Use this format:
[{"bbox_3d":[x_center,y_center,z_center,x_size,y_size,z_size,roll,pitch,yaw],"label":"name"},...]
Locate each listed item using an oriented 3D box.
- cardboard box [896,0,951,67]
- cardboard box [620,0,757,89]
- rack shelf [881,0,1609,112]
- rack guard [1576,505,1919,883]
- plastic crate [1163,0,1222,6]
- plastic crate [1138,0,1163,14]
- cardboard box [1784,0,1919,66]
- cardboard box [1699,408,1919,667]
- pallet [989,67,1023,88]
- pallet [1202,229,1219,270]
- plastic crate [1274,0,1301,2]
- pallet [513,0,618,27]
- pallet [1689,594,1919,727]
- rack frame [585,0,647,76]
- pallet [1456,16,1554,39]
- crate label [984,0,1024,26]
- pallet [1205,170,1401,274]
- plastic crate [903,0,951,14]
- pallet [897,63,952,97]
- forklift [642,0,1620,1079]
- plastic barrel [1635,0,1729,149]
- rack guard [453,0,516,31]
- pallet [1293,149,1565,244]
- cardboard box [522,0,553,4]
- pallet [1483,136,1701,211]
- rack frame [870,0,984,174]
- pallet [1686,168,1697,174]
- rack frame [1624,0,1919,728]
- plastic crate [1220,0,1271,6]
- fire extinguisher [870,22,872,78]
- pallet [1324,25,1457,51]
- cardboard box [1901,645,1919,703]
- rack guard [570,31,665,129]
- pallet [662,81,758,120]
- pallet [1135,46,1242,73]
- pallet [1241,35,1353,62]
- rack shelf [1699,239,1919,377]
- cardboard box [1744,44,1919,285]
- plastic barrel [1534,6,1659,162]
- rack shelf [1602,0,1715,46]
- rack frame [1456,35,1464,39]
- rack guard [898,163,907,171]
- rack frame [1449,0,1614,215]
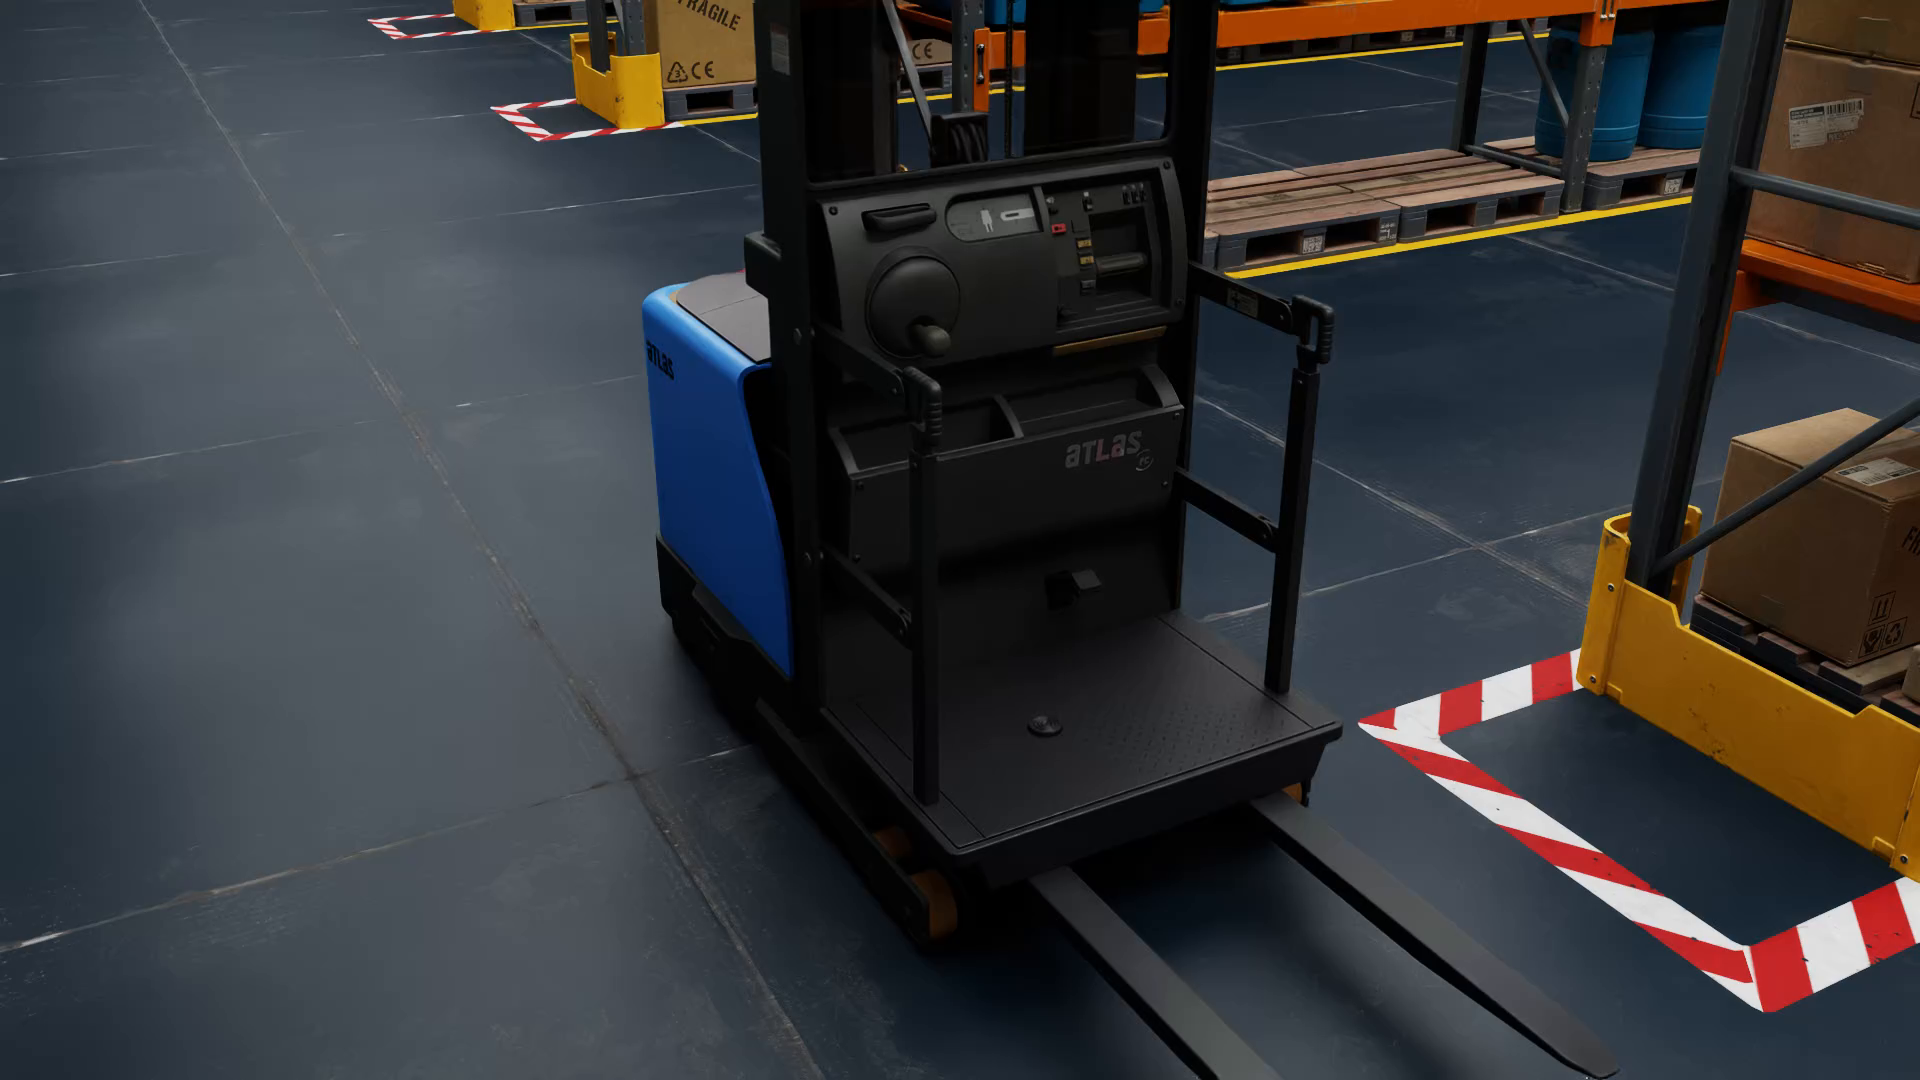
[{"bbox_3d":[-0.394,-4.289,13.186,0.875,0.875,0.875,-13,29,-25],"label":"cardboard box"},{"bbox_3d":[-1.982,-3.922,12.423,0.875,0.875,0.875,-13,29,-25],"label":"cardboard box"},{"bbox_3d":[1.586,-2.721,8.783,4.000,0.370,1.077,-13,29,-25],"label":"rack shelf"},{"bbox_3d":[2.216,0.366,4.411,0.348,0.500,1.175,-13,29,-25],"label":"rack guard"},{"bbox_3d":[1.115,-2.643,8.024,0.298,0.136,0.250,-13,29,-25],"label":"plastic crate"},{"bbox_3d":[0.775,-2.648,7.924,0.300,0.233,0.416,-13,29,-25],"label":"plastic crate"},{"bbox_3d":[2.413,-1.437,4.007,0.500,0.500,0.500,-13,29,-26],"label":"cardboard box"},{"bbox_3d":[2.513,-0.022,4.710,0.500,0.500,0.500,-13,29,-25],"label":"cardboard box"},{"bbox_3d":[0.313,-3.962,13.759,1.213,0.211,1.003,-13,29,-25],"label":"pallet"},{"bbox_3d":[0.568,-1.534,8.702,1.213,0.211,1.003,-13,29,-25],"label":"pallet"},{"bbox_3d":[1.621,-2.844,8.331,0.300,0.233,0.416,-13,29,-25],"label":"plastic crate"},{"bbox_3d":[-3.953,-5.355,16.659,1.213,0.211,1.003,-13,29,-25],"label":"pallet"},{"bbox_3d":[2.919,0.333,4.812,1.213,0.211,1.003,-13,29,-25],"label":"pallet"},{"bbox_3d":[-2.509,-4.530,11.719,0.127,3.000,1.000,-13,29,-25],"label":"rack frame"},{"bbox_3d":[5.240,-5.061,16.046,1.213,0.211,1.003,-13,29,-25],"label":"pallet"},{"bbox_3d":[0.194,-2.514,7.645,0.303,0.233,0.416,-13,29,-25],"label":"crate label"},{"bbox_3d":[1.643,-1.781,9.215,1.213,0.211,1.003,-13,29,-25],"label":"pallet"},{"bbox_3d":[0.029,-2.821,8.049,0.499,0.435,0.616,-13,29,-25],"label":"plastic crate"},{"bbox_3d":[-0.765,-3.712,13.238,1.213,0.211,1.003,-13,29,-25],"label":"pallet"},{"bbox_3d":[0.227,-0.622,3.659,1.130,2.935,3.031,-14,29,-26],"label":"forklift"},{"bbox_3d":[4.464,-2.945,10.357,0.708,0.901,0.600,-13,29,-25],"label":"plastic barrel"},{"bbox_3d":[-4.687,-5.333,16.280,0.348,0.500,1.175,-13,29,-25],"label":"rack guard"},{"bbox_3d":[2.721,-2.031,9.737,1.213,0.211,1.003,-13,29,-25],"label":"pallet"},{"bbox_3d":[-4.141,-5.333,16.201,0.250,0.149,0.380,-12,28,-24],"label":"cardboard box"},{"bbox_3d":[4.052,-2.337,10.374,1.213,0.211,1.003,-13,29,-25],"label":"pallet"},{"bbox_3d":[-0.178,-2.638,7.779,0.127,3.000,1.000,-13,29,-25],"label":"rack frame"},{"bbox_3d":[5.129,-2.587,10.895,1.213,0.211,1.003,-13,29,-25],"label":"pallet"},{"bbox_3d":[2.149,-0.746,3.837,0.127,3.000,1.000,-13,29,-25],"label":"rack frame"},{"bbox_3d":[1.356,-2.782,8.204,0.300,0.233,0.416,-13,29,-25],"label":"plastic crate"},{"bbox_3d":[-0.525,-2.578,8.174,0.183,0.674,0.296,-13,29,-25],"label":"fire extinguisher"},{"bbox_3d":[3.819,-4.770,15.441,1.213,0.211,1.003,-13,29,-25],"label":"pallet"},{"bbox_3d":[2.680,0.387,4.263,0.250,0.149,0.380,-13,29,-25],"label":"cardboard box"},{"bbox_3d":[-2.530,-3.398,12.250,0.348,0.500,1.175,-13,29,-25],"label":"rack guard"},{"bbox_3d":[-1.840,-3.465,12.724,1.213,0.211,1.003,-13,29,-25],"label":"pallet"},{"bbox_3d":[1.666,-4.273,14.406,1.213,0.211,1.003,-13,29,-25],"label":"pallet"},{"bbox_3d":[2.744,-4.523,14.928,1.213,0.211,1.003,-13,29,-25],"label":"pallet"},{"bbox_3d":[3.914,-0.829,4.841,4.000,0.370,1.077,-13,29,-25],"label":"rack shelf"},{"bbox_3d":[2.416,-0.986,4.222,0.500,0.500,0.500,-12,28,-24],"label":"cardboard box"},{"bbox_3d":[3.839,-2.800,10.056,0.708,0.901,0.600,-13,29,-25],"label":"plastic barrel"},{"bbox_3d":[5.116,-3.536,10.480,4.000,0.370,1.077,-13,29,-25],"label":"rack shelf"},{"bbox_3d":[4.550,-6.159,15.112,0.127,3.000,1.000,-13,29,-25],"label":"rack frame"},{"bbox_3d":[-0.193,-1.501,8.300,0.348,0.500,1.175,-13,29,-25],"label":"rack guard"},{"bbox_3d":[3.351,-3.453,9.476,0.127,3.000,1.000,-13,29,-25],"label":"rack frame"}]
